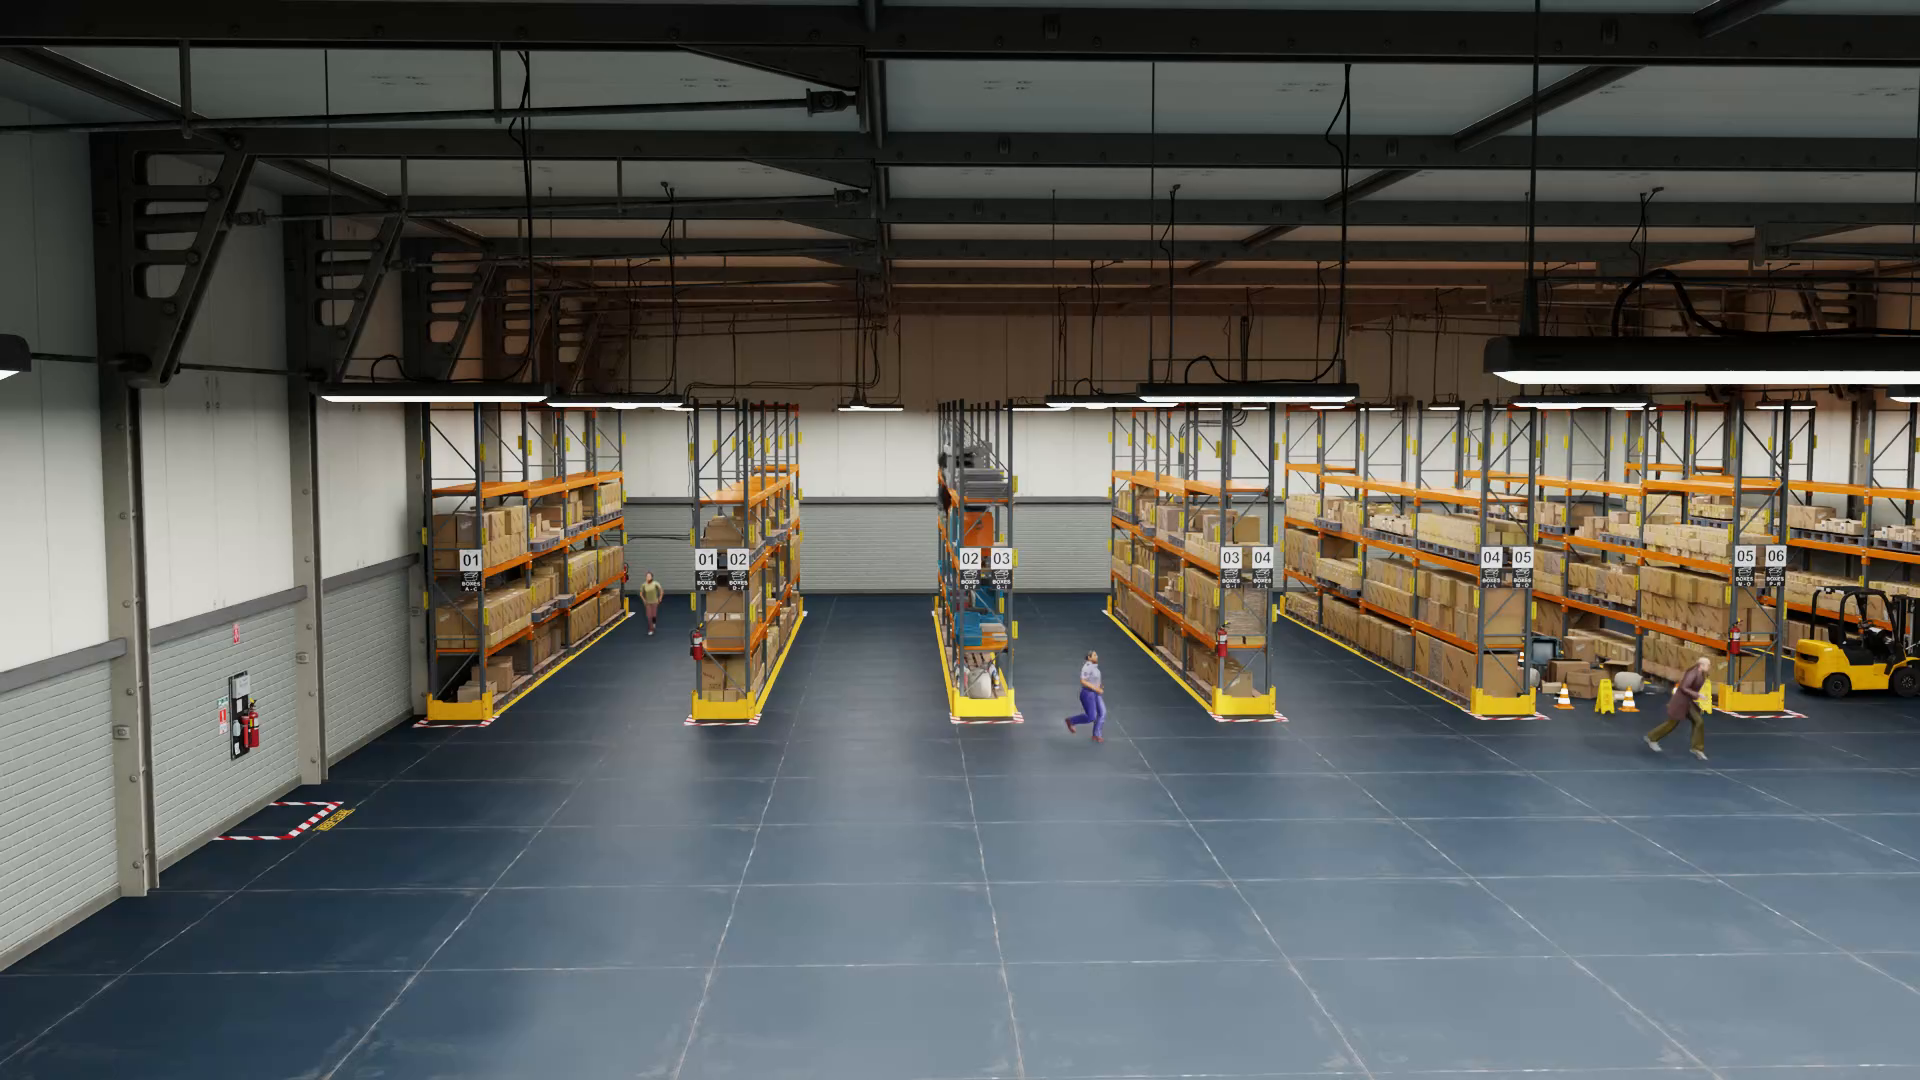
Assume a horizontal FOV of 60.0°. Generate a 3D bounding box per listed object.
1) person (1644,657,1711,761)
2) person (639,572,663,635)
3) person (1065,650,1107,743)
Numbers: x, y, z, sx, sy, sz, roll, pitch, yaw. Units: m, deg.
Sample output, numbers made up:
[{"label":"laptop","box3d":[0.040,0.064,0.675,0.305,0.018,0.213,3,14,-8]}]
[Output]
[{"label":"person","box3d":[11.996,2.791,27.792,1.064,1.743,0.751,3,6,38]},{"label":"person","box3d":[-8.007,1.641,43.117,0.592,1.633,0.619,0,4,-2]},{"label":"person","box3d":[2.229,2.731,29.105,0.750,1.646,0.616,2,5,21]}]
